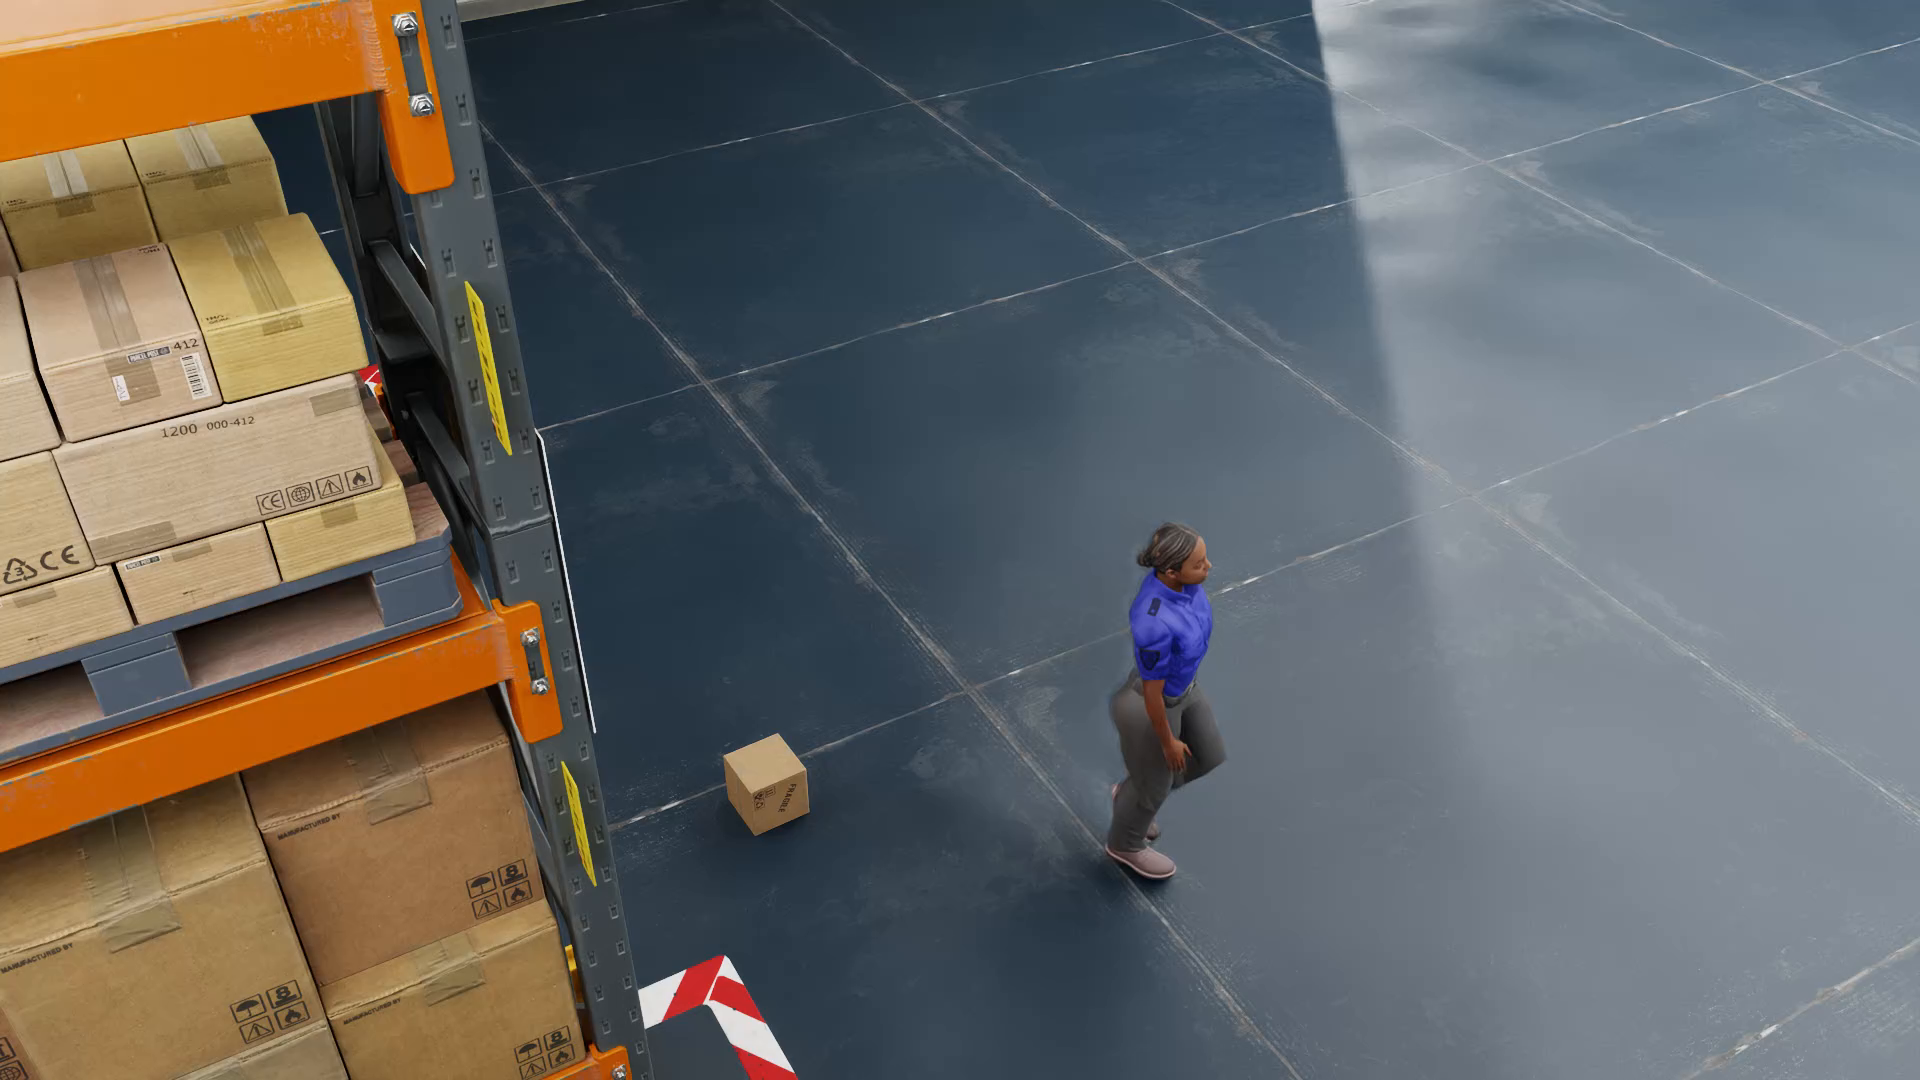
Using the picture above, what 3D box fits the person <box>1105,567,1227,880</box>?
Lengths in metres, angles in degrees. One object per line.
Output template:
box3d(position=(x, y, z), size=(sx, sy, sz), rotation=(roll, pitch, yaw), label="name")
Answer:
box3d(position=(0.750, 0.693, 6.152), size=(0.433, 1.463, 0.438), rotation=(16, 40, 20), label="person")
